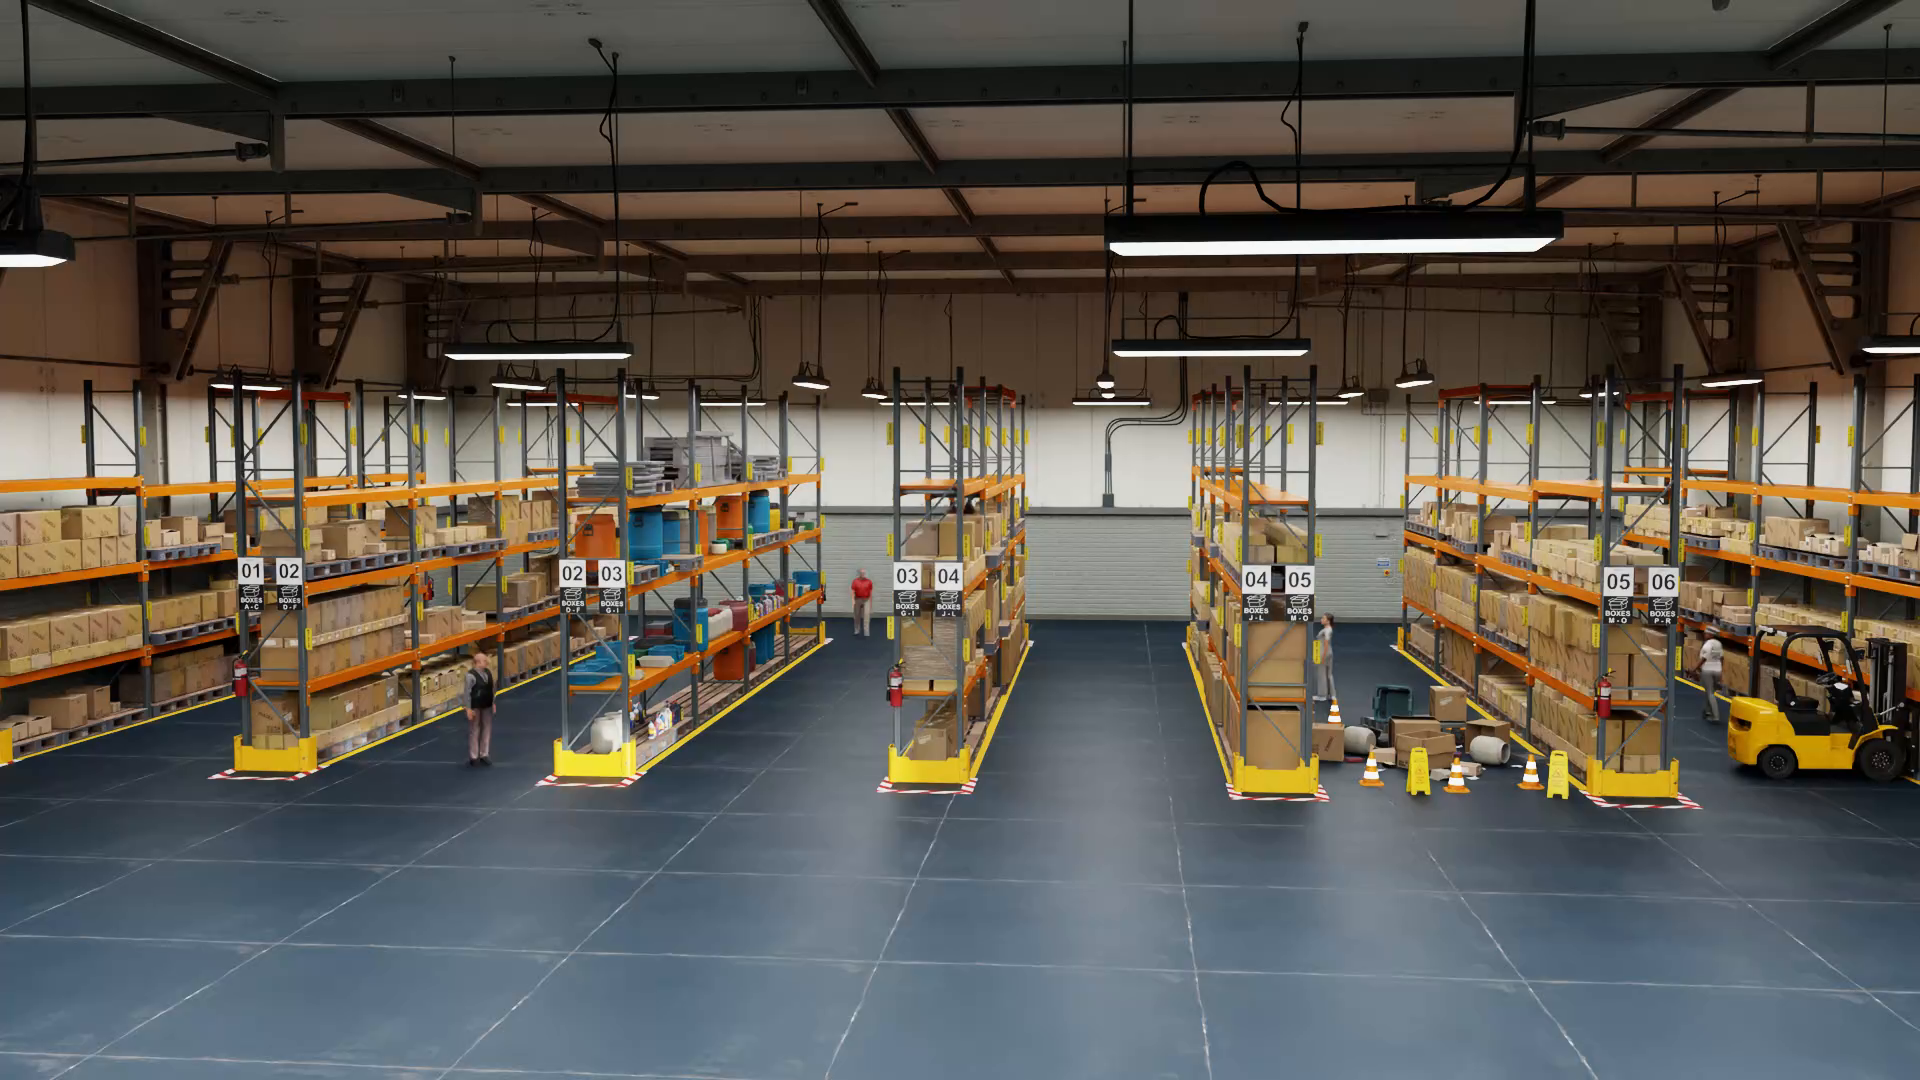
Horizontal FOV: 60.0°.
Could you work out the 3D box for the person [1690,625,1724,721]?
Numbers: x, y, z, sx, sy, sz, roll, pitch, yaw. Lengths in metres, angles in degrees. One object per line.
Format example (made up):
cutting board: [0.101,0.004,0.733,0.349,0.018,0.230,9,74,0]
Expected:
person: [13.155,2.335,29.249,0.542,1.689,0.817,0,4,-6]

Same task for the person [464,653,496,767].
person: [-7.331,2.572,25.334,0.387,1.731,0.566,2,4,32]

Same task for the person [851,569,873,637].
person: [-2.449,1.559,41.569,0.555,1.665,1.043,0,4,-5]

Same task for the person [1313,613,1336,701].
person: [6.927,2.212,31.586,0.429,1.671,0.486,3,4,37]

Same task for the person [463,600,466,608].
person: [-11.001,1.865,37.641,0.452,1.605,0.938,1,4,10]
